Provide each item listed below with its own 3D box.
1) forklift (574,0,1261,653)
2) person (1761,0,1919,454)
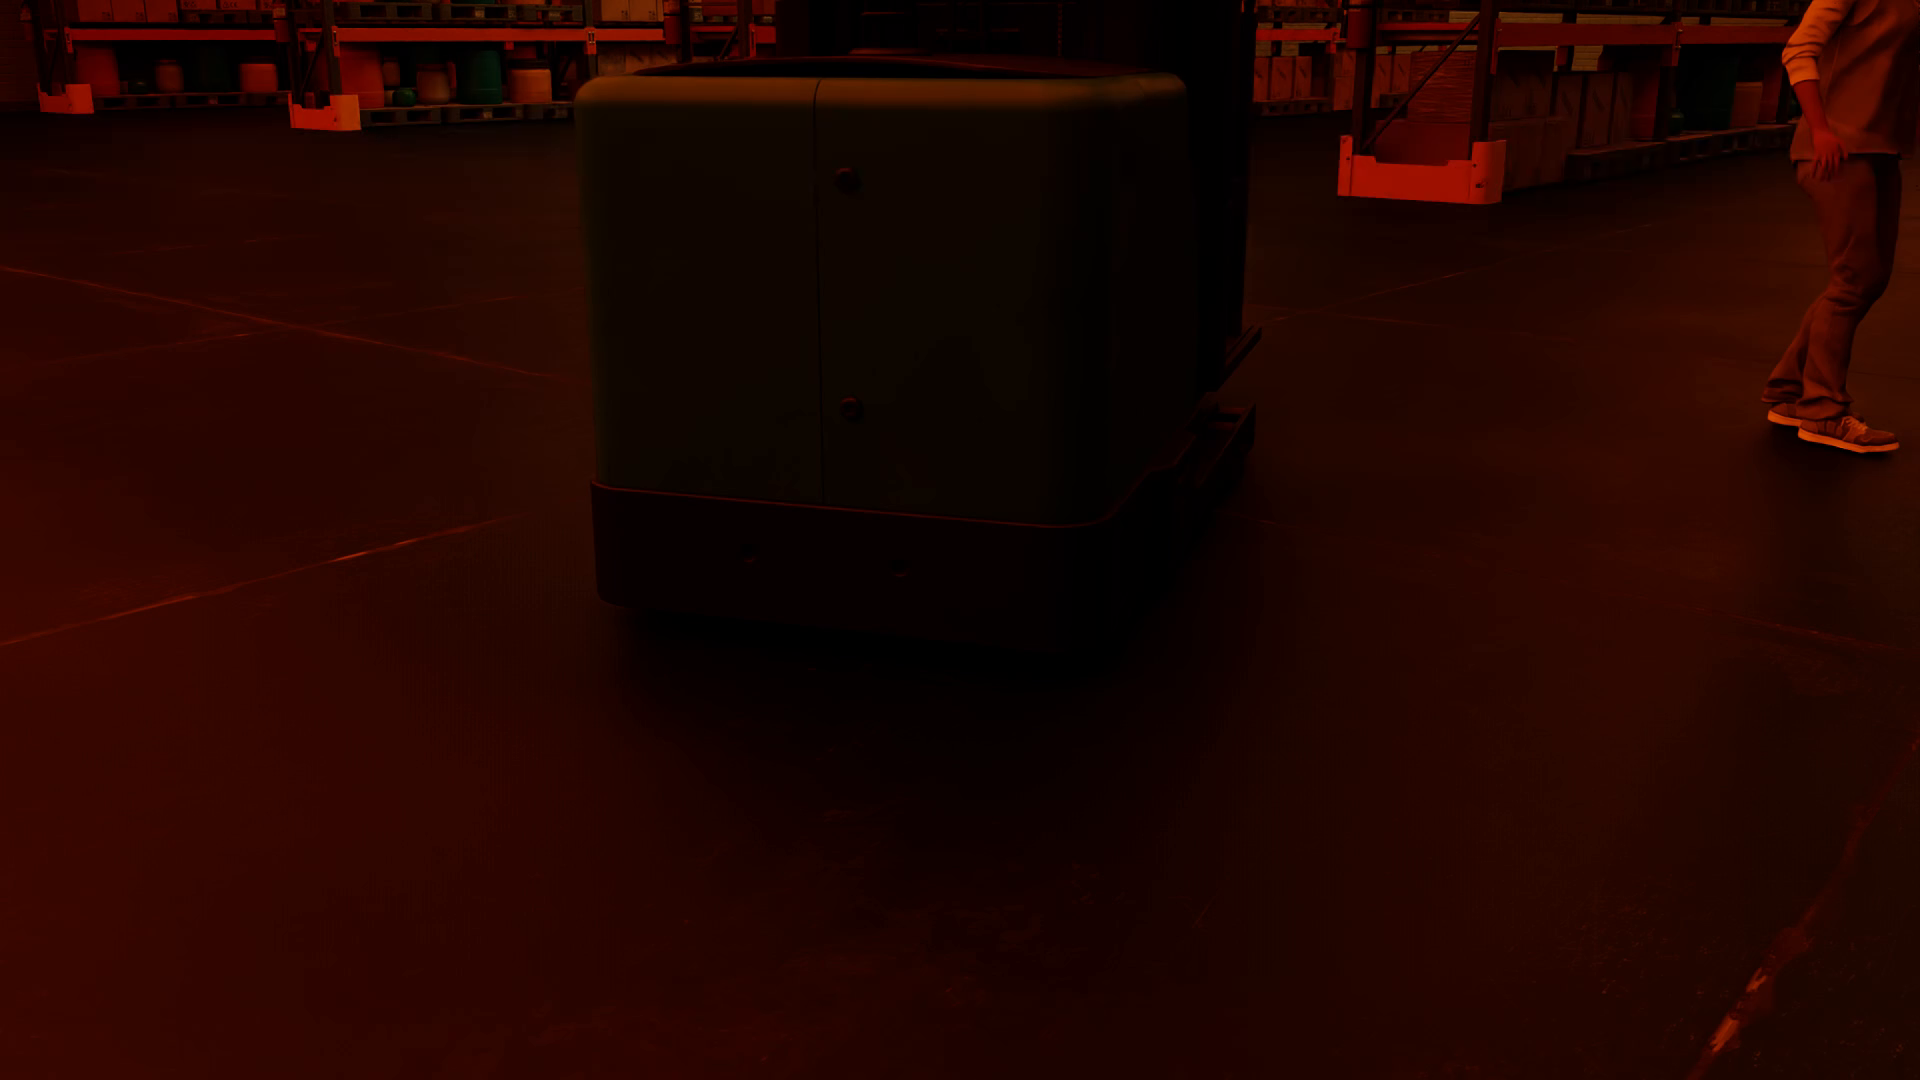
[{"bbox_3d":[0.197,-1.585,4.118,1.130,2.935,3.031,5,18,17],"label":"forklift"},{"bbox_3d":[2.612,-1.064,4.734,0.621,1.581,0.457,-13,21,-38],"label":"person"}]
